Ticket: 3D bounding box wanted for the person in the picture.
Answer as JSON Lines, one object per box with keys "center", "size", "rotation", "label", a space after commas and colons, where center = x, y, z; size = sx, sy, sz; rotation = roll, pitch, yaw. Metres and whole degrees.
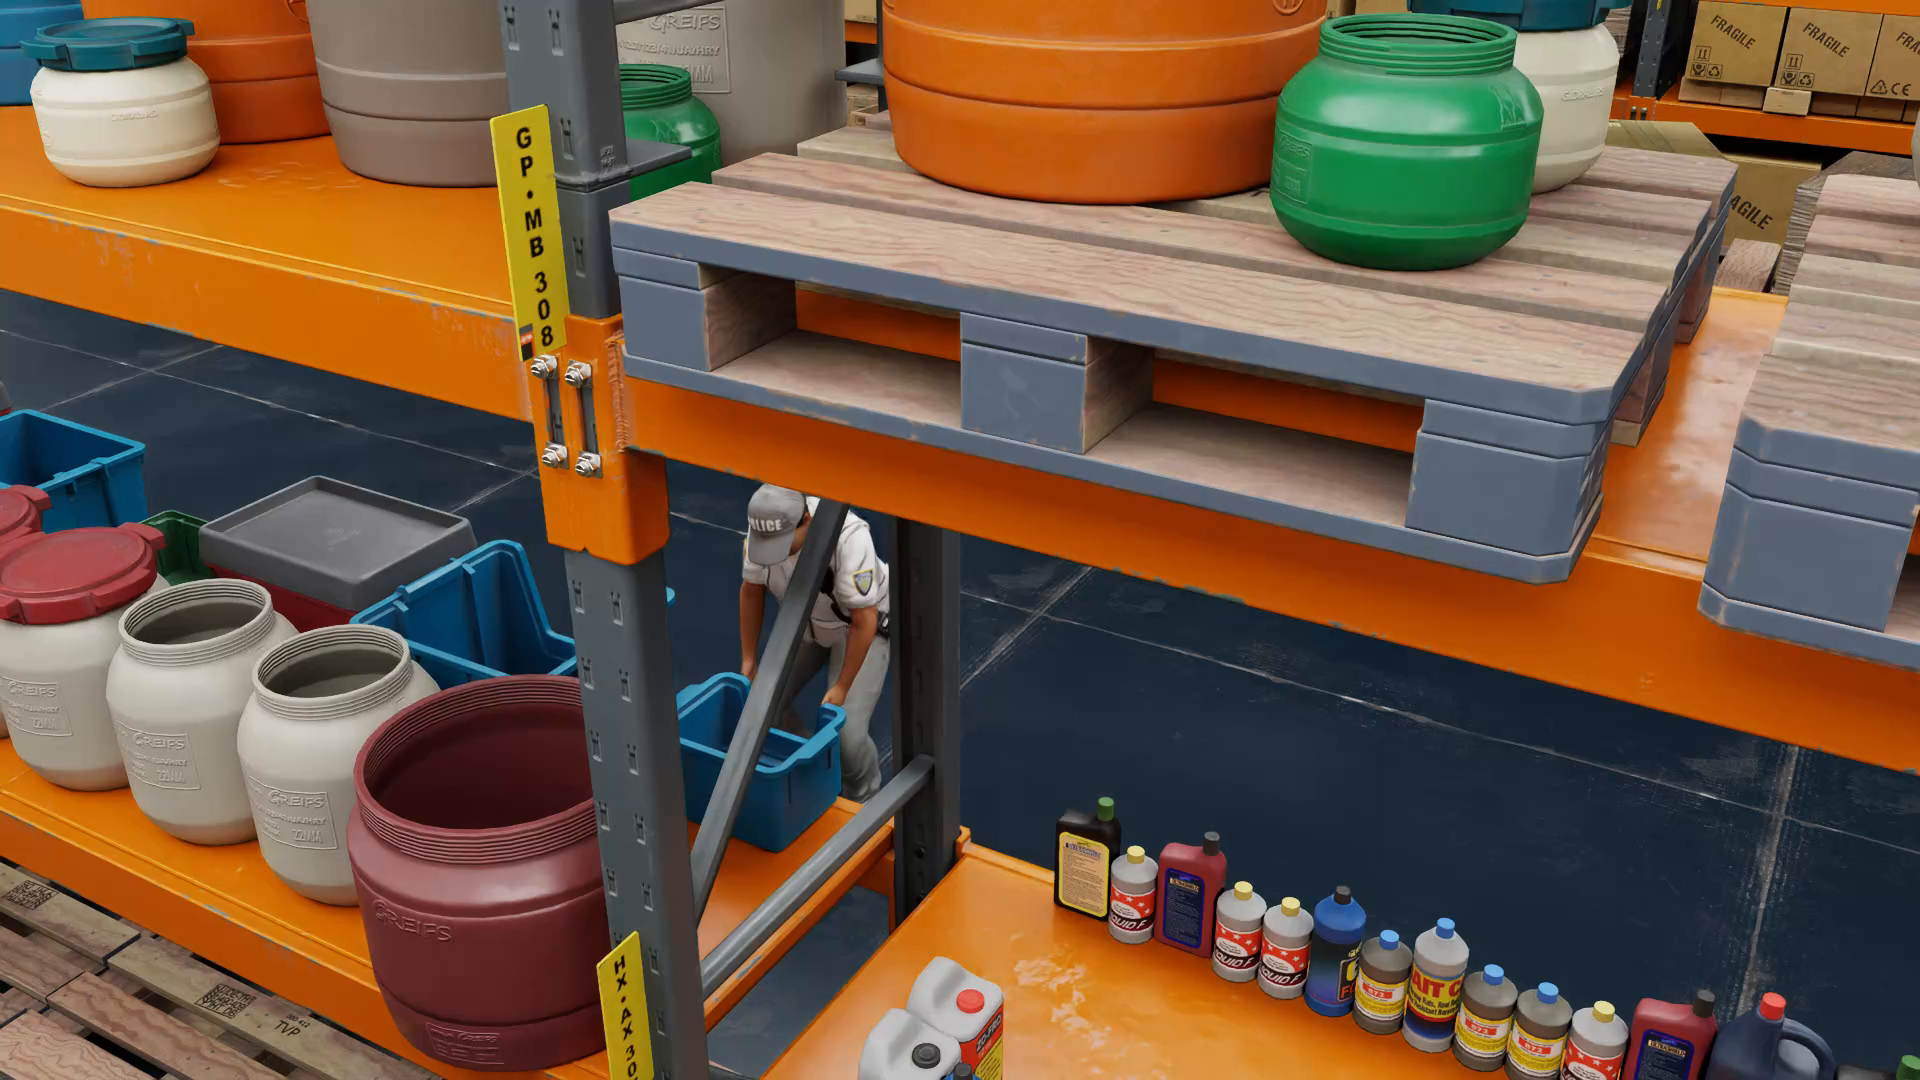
{"center": [-0.470, 0.363, 5.691], "size": [0.533, 1.406, 0.709], "rotation": [14, 30, 26], "label": "person"}
